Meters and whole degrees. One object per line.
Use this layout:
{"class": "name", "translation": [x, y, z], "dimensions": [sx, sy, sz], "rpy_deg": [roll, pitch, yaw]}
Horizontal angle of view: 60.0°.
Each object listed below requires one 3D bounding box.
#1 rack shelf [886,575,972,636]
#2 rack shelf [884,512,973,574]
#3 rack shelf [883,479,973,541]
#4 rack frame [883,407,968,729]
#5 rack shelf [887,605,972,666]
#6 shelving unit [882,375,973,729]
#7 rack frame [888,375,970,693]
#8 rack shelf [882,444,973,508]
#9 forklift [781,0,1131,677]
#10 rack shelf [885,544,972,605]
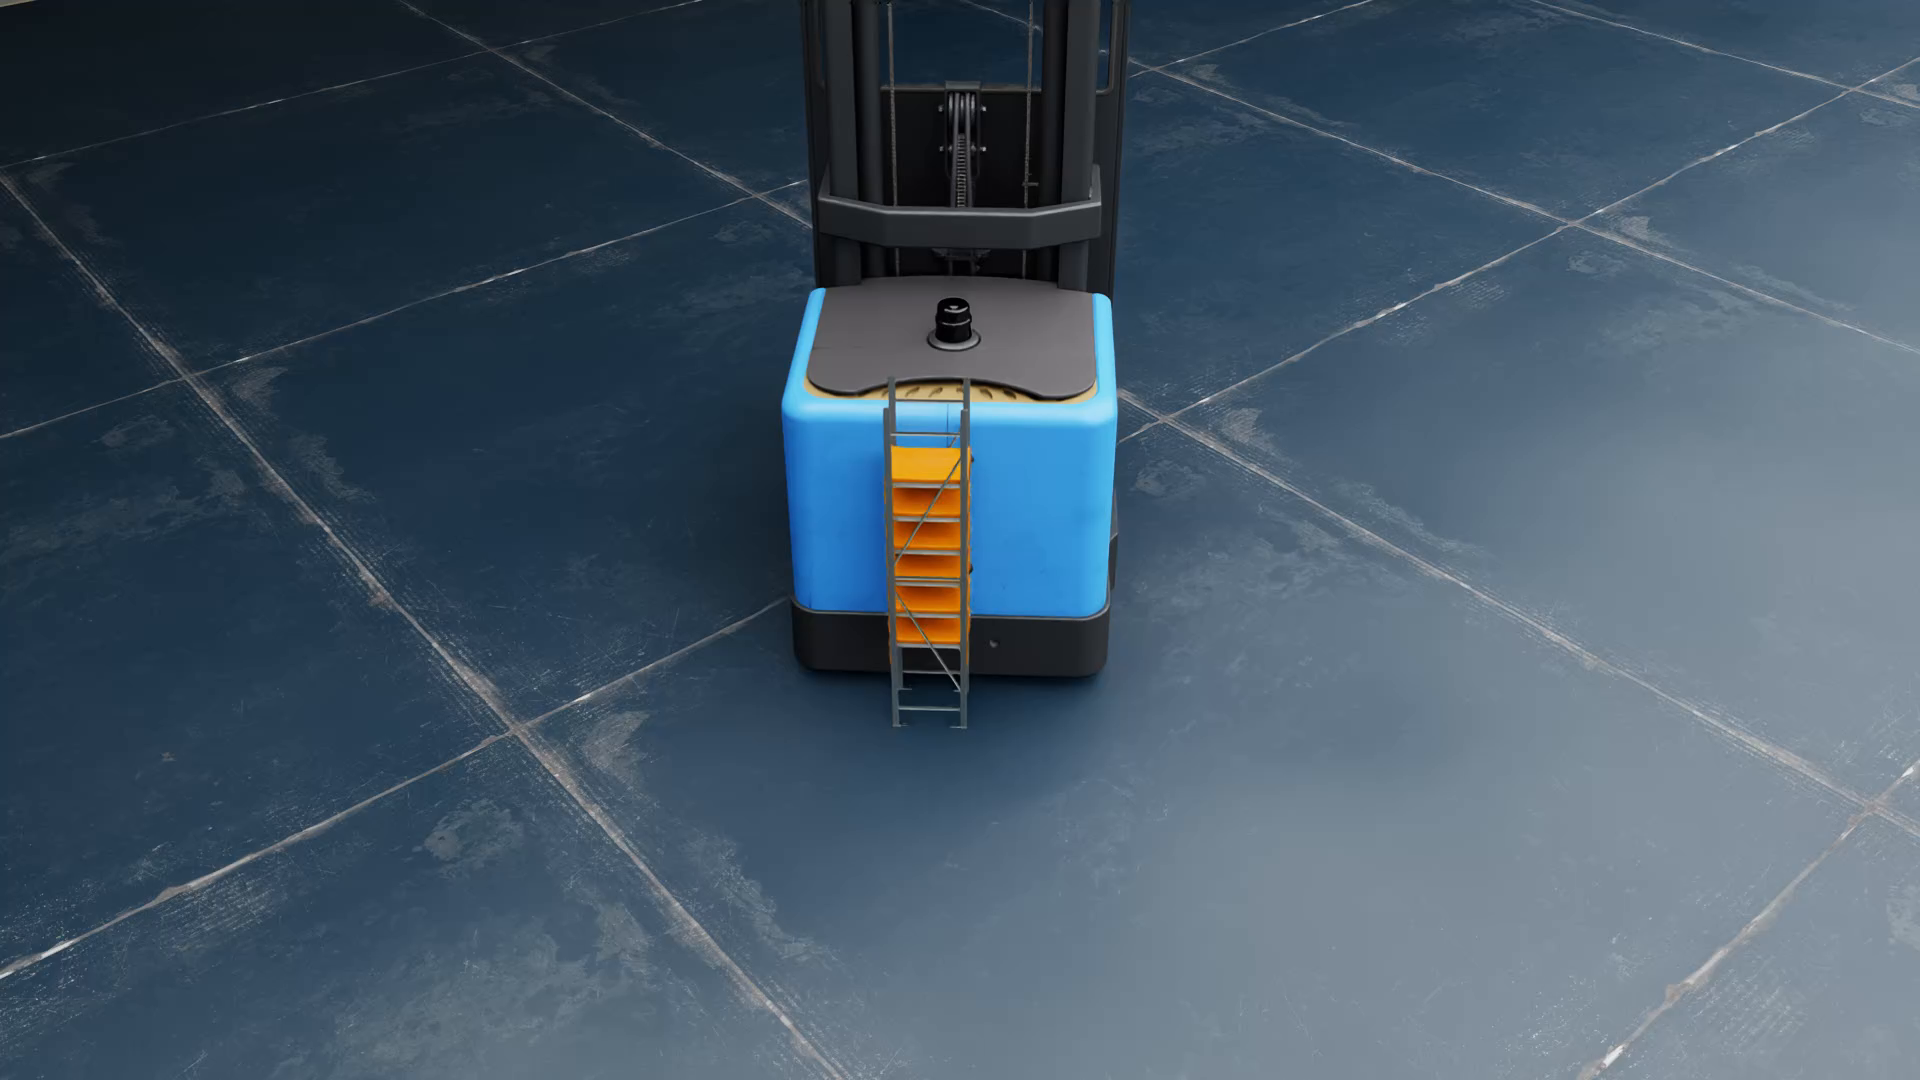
{"class": "rack shelf", "translation": [-0.094, 0.201, 5.213], "dimensions": [0.258, 0.103, 0.180], "rpy_deg": [1, 35, 2]}
{"class": "rack shelf", "translation": [-0.094, 0.005, 5.074], "dimensions": [0.258, 0.103, 0.180], "rpy_deg": [1, 35, 2]}
{"class": "rack shelf", "translation": [-0.094, -0.093, 5.005], "dimensions": [0.258, 0.103, 0.180], "rpy_deg": [1, 35, 2]}
{"class": "rack frame", "translation": [-0.098, 0.119, 5.044], "dimensions": [0.240, 1.200, 0.006], "rpy_deg": [1, 35, 2]}
{"class": "rack shelf", "translation": [-0.094, 0.299, 5.283], "dimensions": [0.258, 0.103, 0.180], "rpy_deg": [1, 35, 2]}
{"class": "shelving unit", "translation": [-0.094, 0.066, 5.118], "dimensions": [0.258, 1.200, 0.189], "rpy_deg": [1, 35, 2]}
{"class": "rack frame", "translation": [-0.090, 0.014, 5.193], "dimensions": [0.240, 1.200, 0.006], "rpy_deg": [1, 35, 2]}
{"class": "rack shelf", "translation": [-0.094, -0.191, 4.936], "dimensions": [0.258, 0.103, 0.180], "rpy_deg": [1, 35, 2]}
{"class": "forklift", "translation": [0.029, -1.570, 5.931], "dimensions": [1.130, 2.935, 3.031], "rpy_deg": [1, 35, 2]}
{"class": "rack shelf", "translation": [-0.094, 0.103, 5.144], "dimensions": [0.258, 0.103, 0.180], "rpy_deg": [1, 35, 2]}
